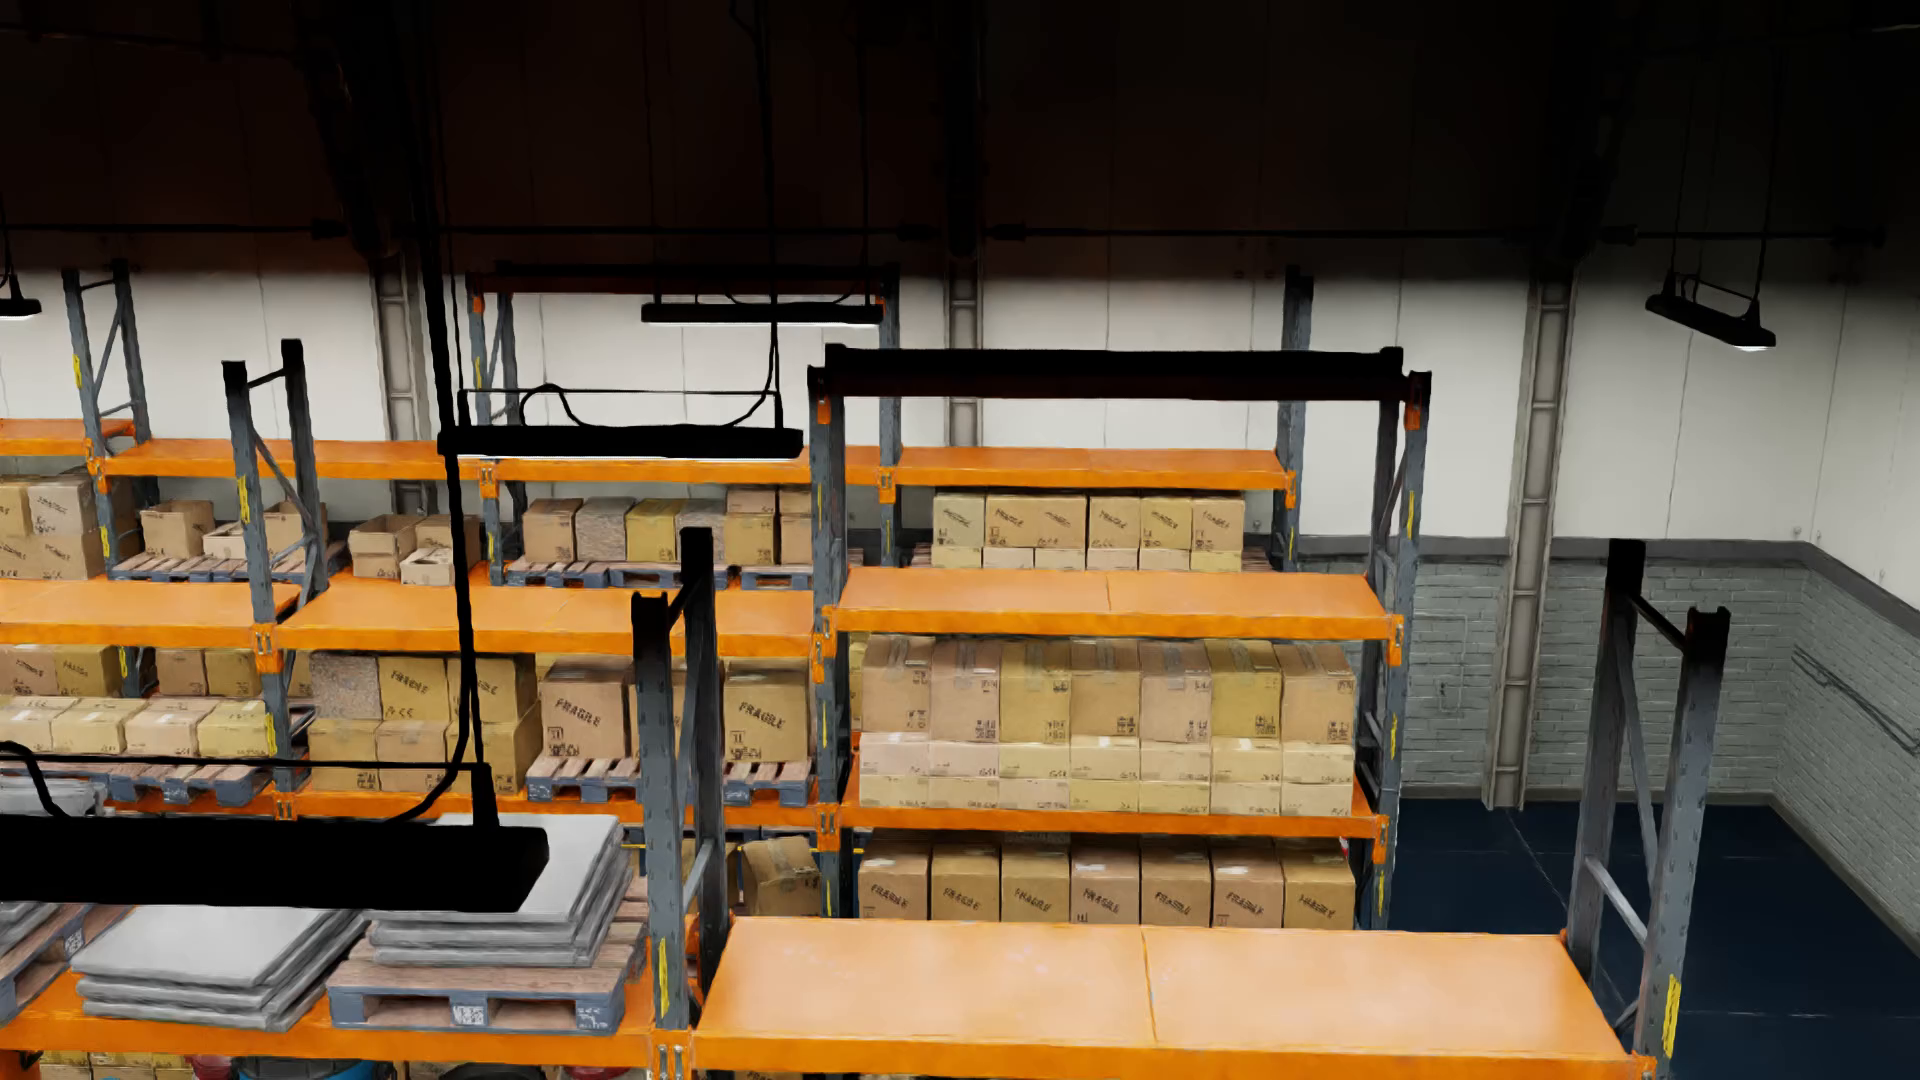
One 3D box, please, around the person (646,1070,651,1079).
[{"bbox_3d":[-2.198,4.249,11.194,1.194,1.508,0.598,1,16,5],"label":"person"}]
